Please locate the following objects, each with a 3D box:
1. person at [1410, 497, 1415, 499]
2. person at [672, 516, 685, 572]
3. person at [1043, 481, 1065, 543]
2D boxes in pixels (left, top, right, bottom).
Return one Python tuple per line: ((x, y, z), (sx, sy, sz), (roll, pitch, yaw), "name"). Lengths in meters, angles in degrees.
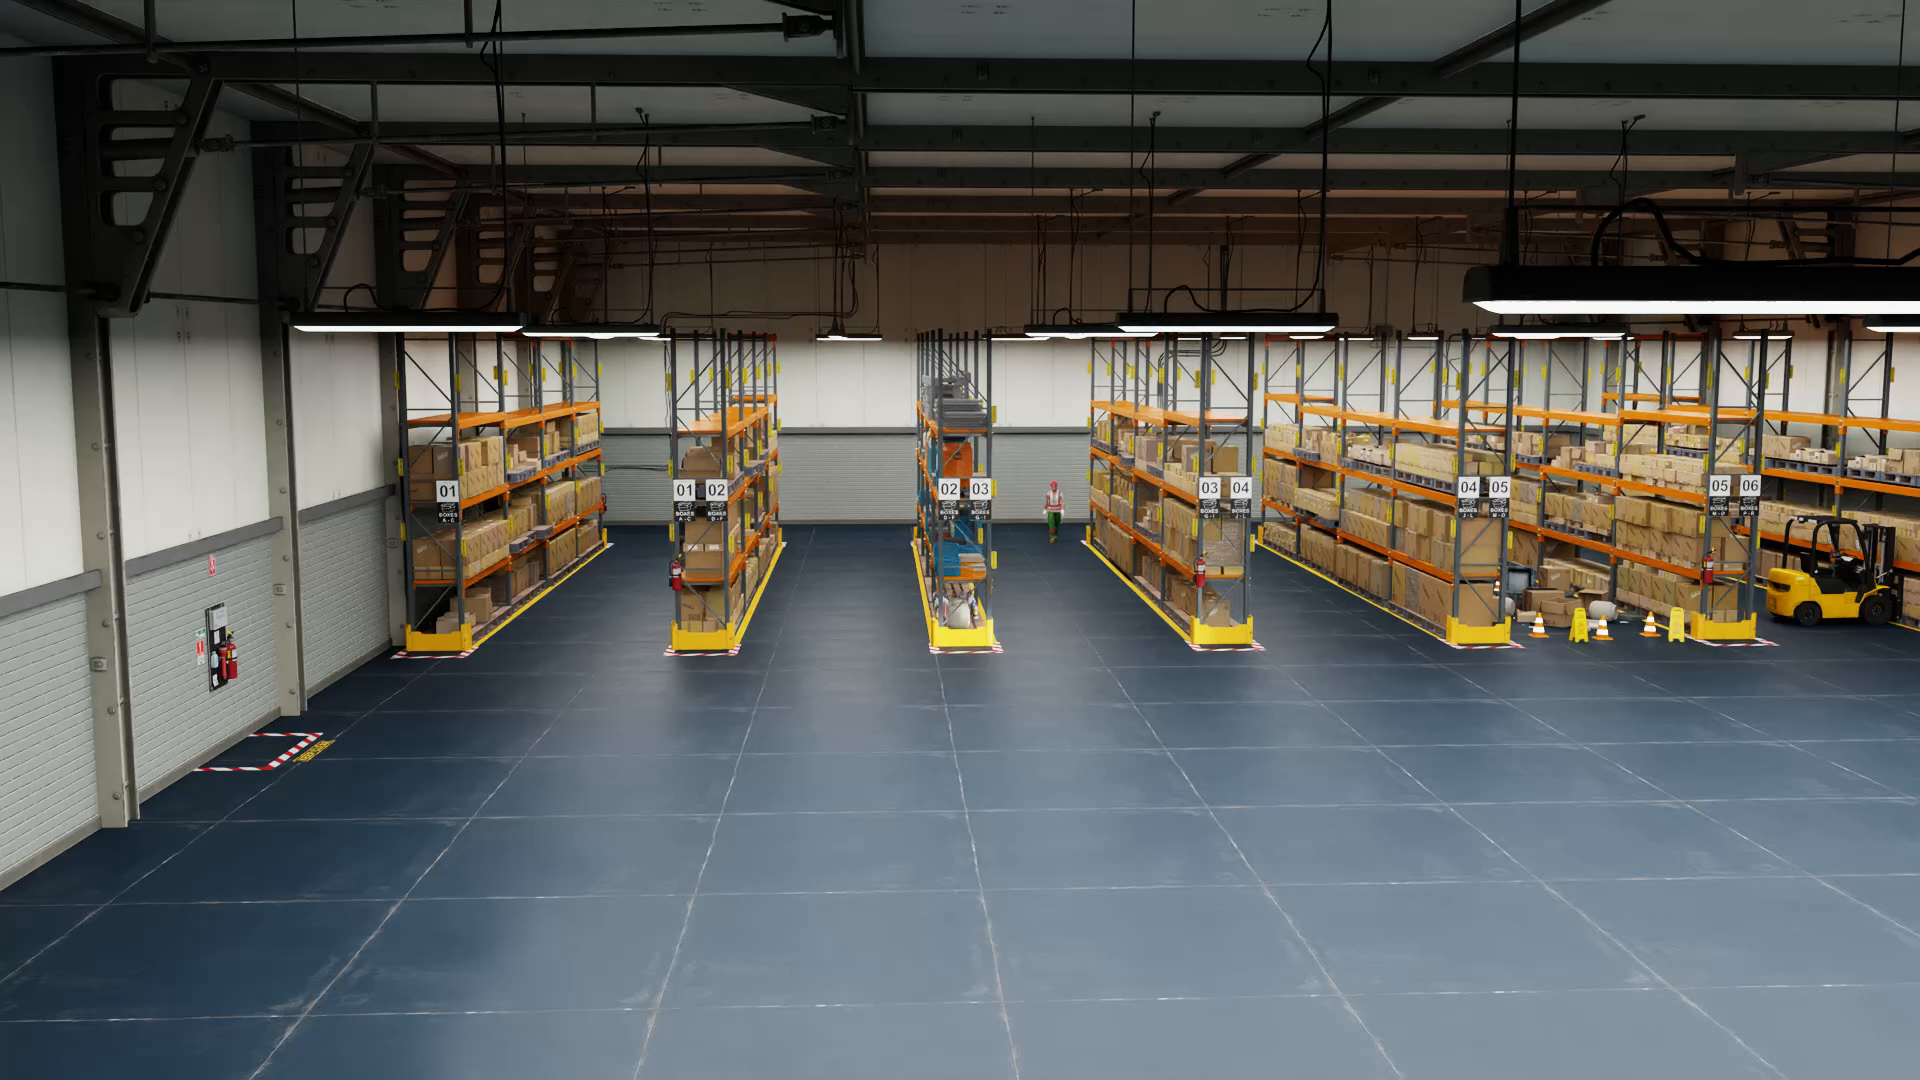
((11.673, -0.216, 42.889), (0.638, 1.779, 0.532), (-4, 8, -31), "person")
((-6.987, -0.068, 41.848), (0.565, 1.719, 0.460), (0, 7, 1), "person")
((2.721, -0.827, 48.029), (0.605, 1.724, 1.034), (0, 7, -2), "person")
